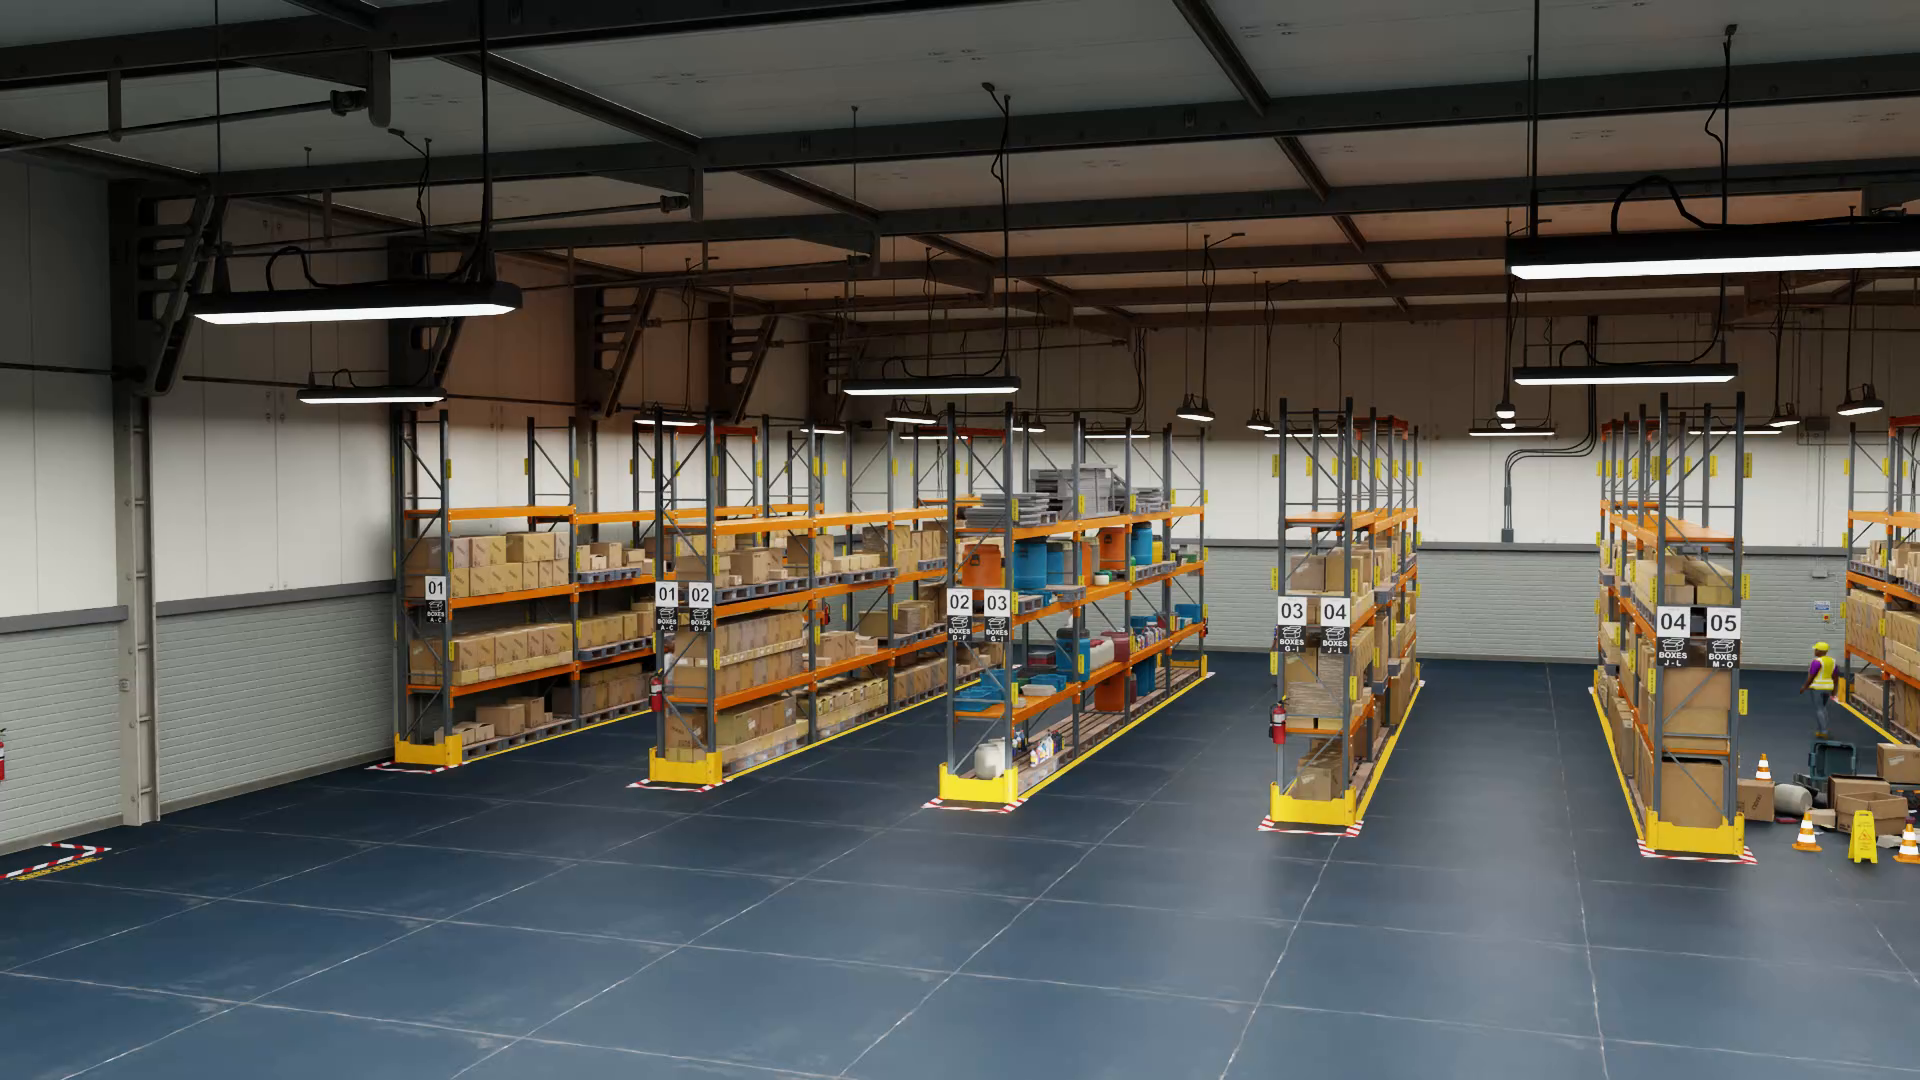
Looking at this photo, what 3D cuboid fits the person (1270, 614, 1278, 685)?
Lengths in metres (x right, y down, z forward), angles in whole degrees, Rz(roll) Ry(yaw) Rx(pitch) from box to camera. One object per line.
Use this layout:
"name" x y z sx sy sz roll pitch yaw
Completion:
"person" 7.374 2.520 38.439 0.456 1.671 0.364 -2 3 -44

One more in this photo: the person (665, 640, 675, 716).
"person" -5.711 2.789 33.012 0.337 1.607 0.452 1 3 21

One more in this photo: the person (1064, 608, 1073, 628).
"person" 2.778 2.444 40.720 0.543 1.719 0.355 -2 3 -42

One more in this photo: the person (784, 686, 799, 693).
"person" -3.606 2.550 36.237 0.417 1.797 0.569 1 3 22

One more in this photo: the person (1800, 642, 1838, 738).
"person" 15.992 2.795 30.895 0.638 1.807 0.608 0 2 -1
